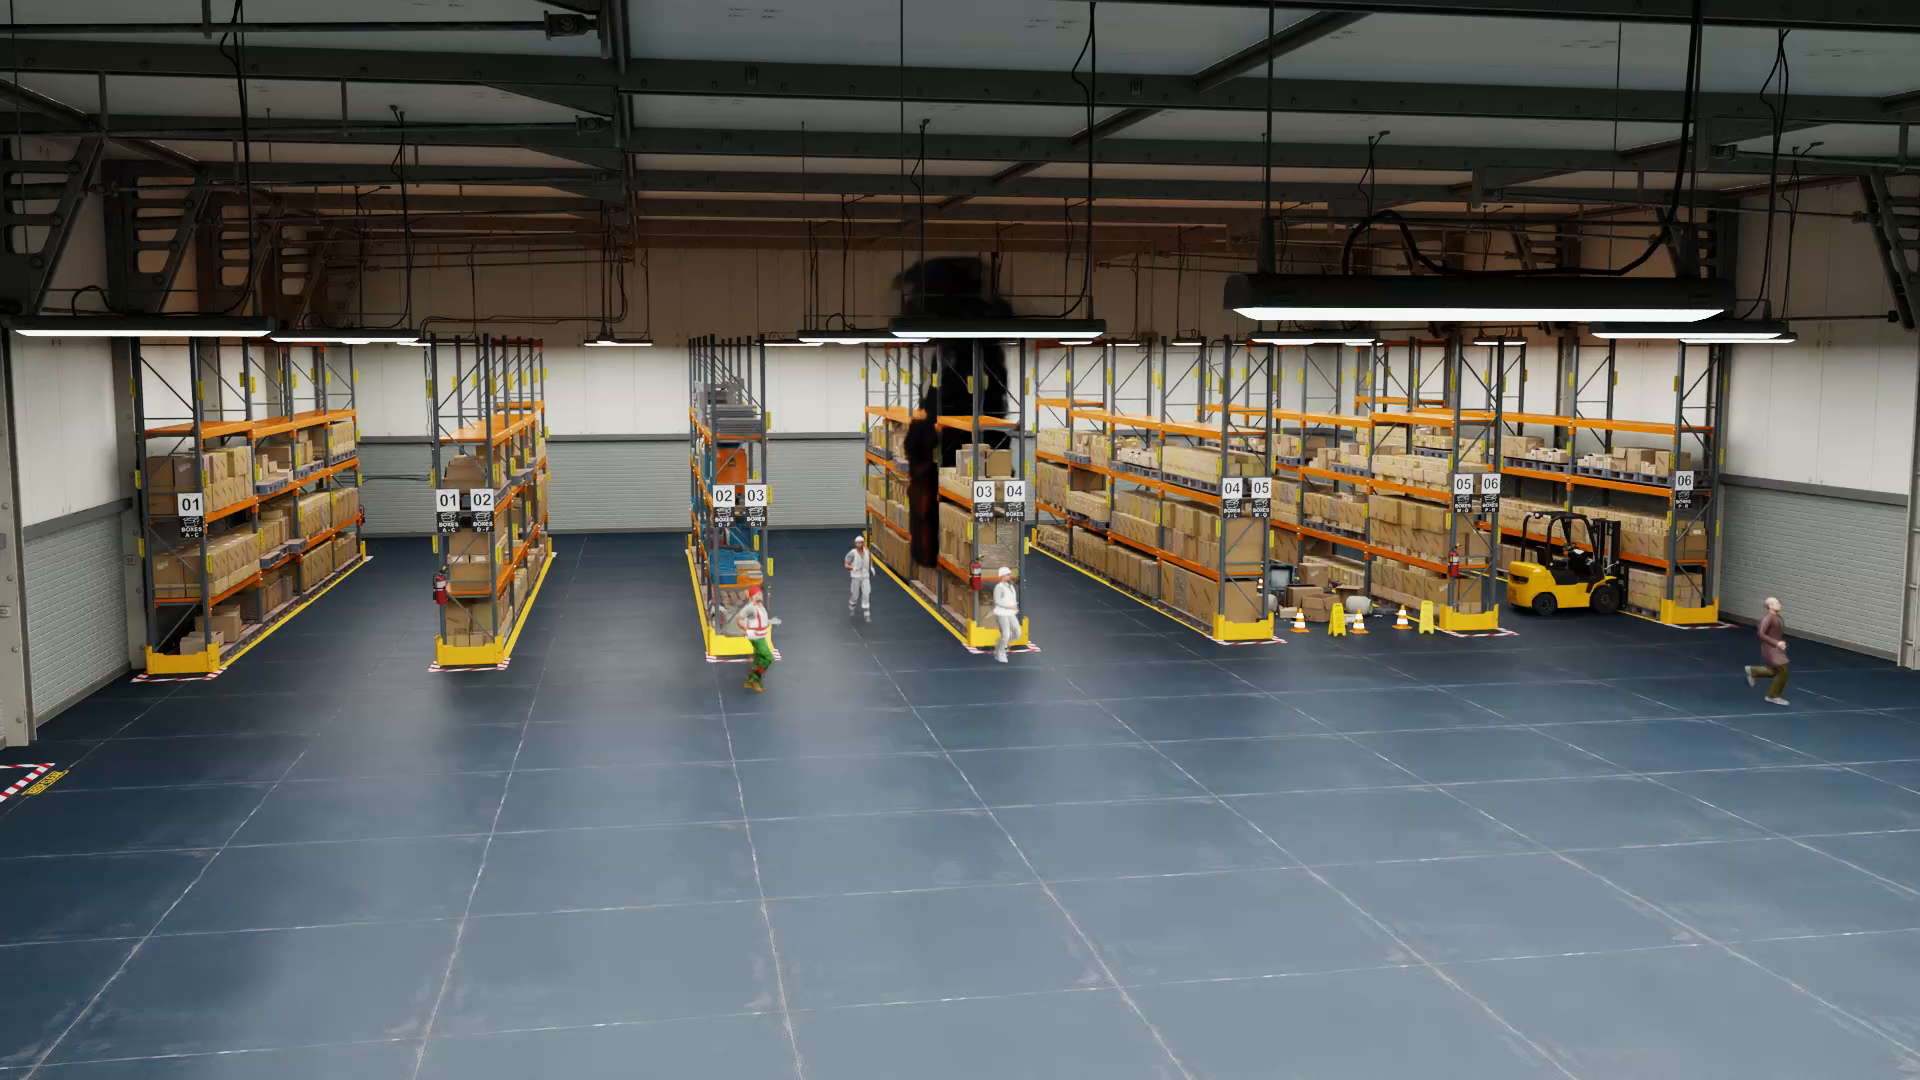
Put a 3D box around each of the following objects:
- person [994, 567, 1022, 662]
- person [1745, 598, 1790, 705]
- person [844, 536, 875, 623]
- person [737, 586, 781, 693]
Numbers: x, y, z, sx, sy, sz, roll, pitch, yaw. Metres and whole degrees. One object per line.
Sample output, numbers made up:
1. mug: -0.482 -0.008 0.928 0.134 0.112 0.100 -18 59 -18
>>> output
1. person: 0.899 1.365 30.564 0.587 1.746 0.704 4 8 32
2. person: 13.205 1.792 27.068 0.636 1.725 0.722 5 8 36
3. person: -2.100 0.803 34.935 0.680 1.785 0.990 -3 7 -22
4. person: -3.334 1.664 27.791 0.653 1.792 0.637 1 7 12
